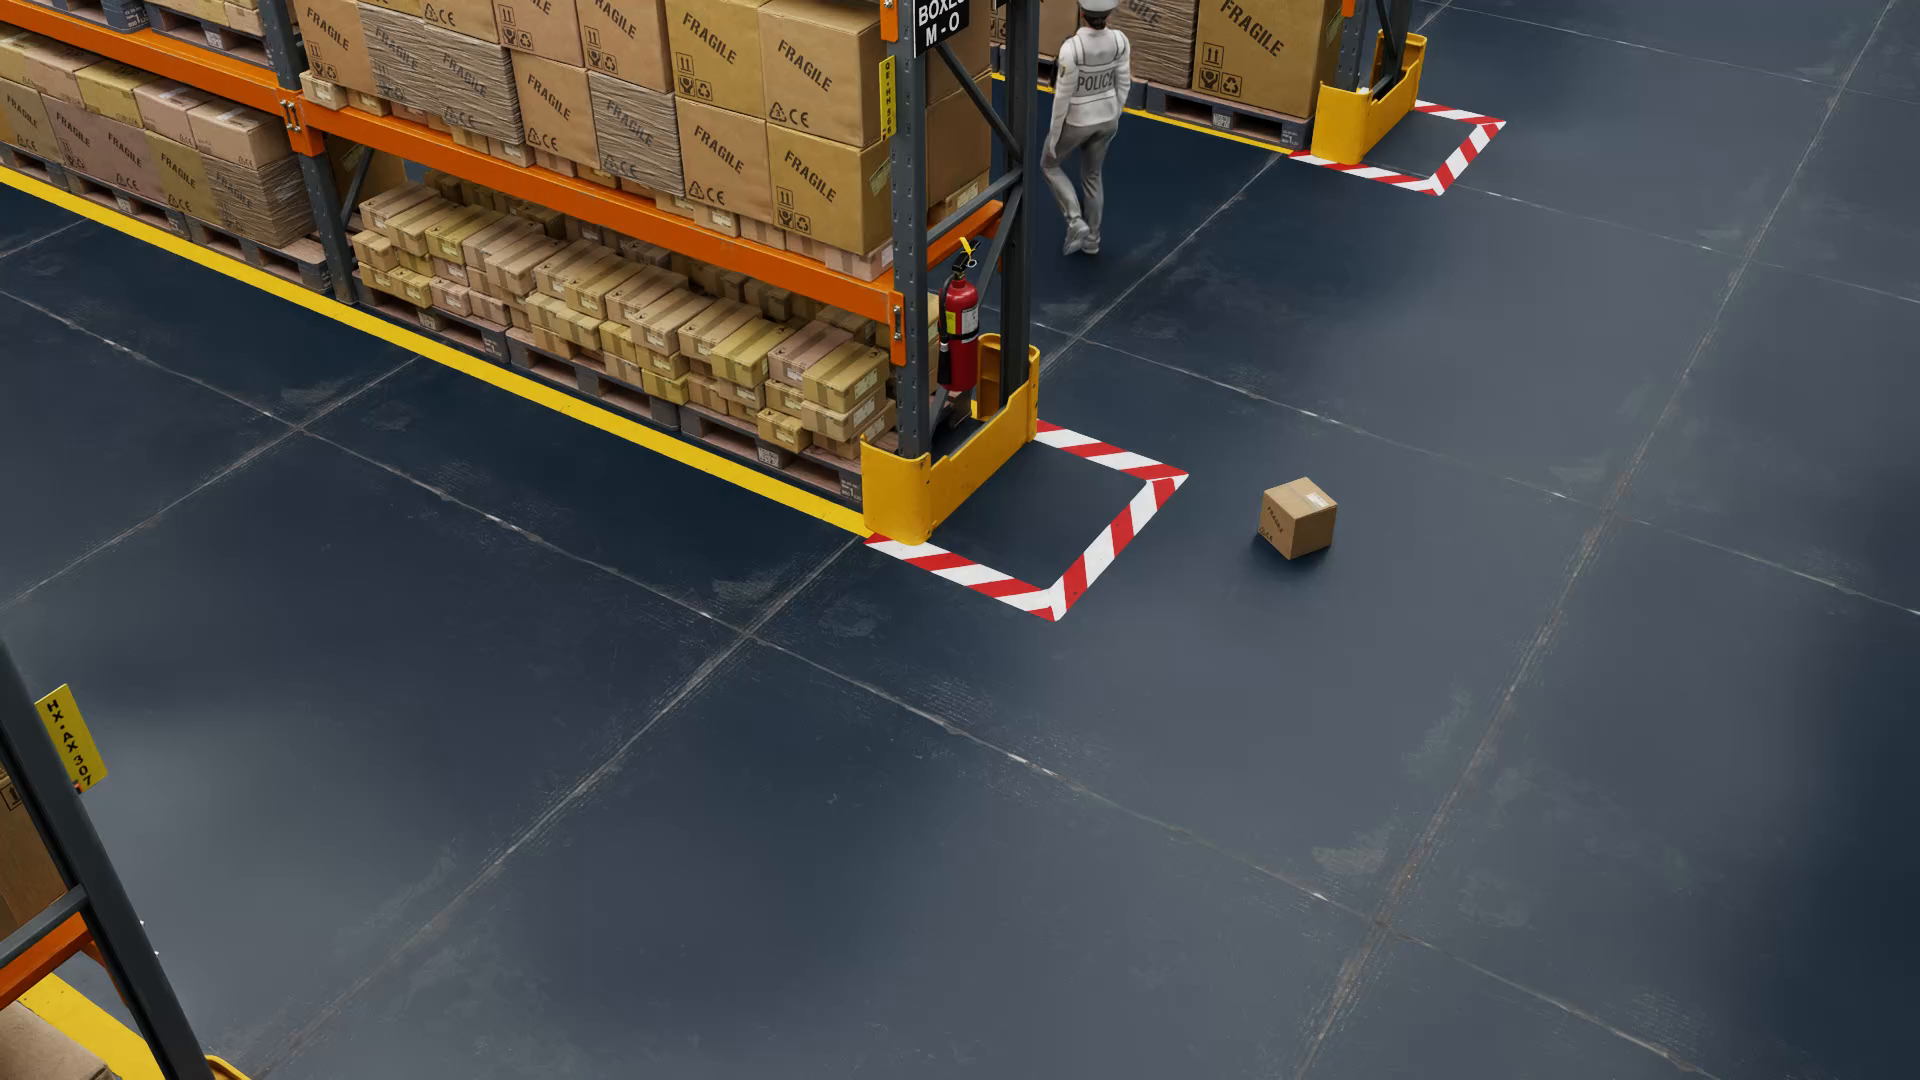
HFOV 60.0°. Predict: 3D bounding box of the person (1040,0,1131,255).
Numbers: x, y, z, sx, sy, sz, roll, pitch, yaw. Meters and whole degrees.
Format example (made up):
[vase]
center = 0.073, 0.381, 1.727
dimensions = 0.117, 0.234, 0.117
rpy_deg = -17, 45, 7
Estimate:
[person]
center = 0.724, -2.447, 9.678
dimensions = 0.502, 1.682, 0.442
rpy_deg = -16, 41, -19
